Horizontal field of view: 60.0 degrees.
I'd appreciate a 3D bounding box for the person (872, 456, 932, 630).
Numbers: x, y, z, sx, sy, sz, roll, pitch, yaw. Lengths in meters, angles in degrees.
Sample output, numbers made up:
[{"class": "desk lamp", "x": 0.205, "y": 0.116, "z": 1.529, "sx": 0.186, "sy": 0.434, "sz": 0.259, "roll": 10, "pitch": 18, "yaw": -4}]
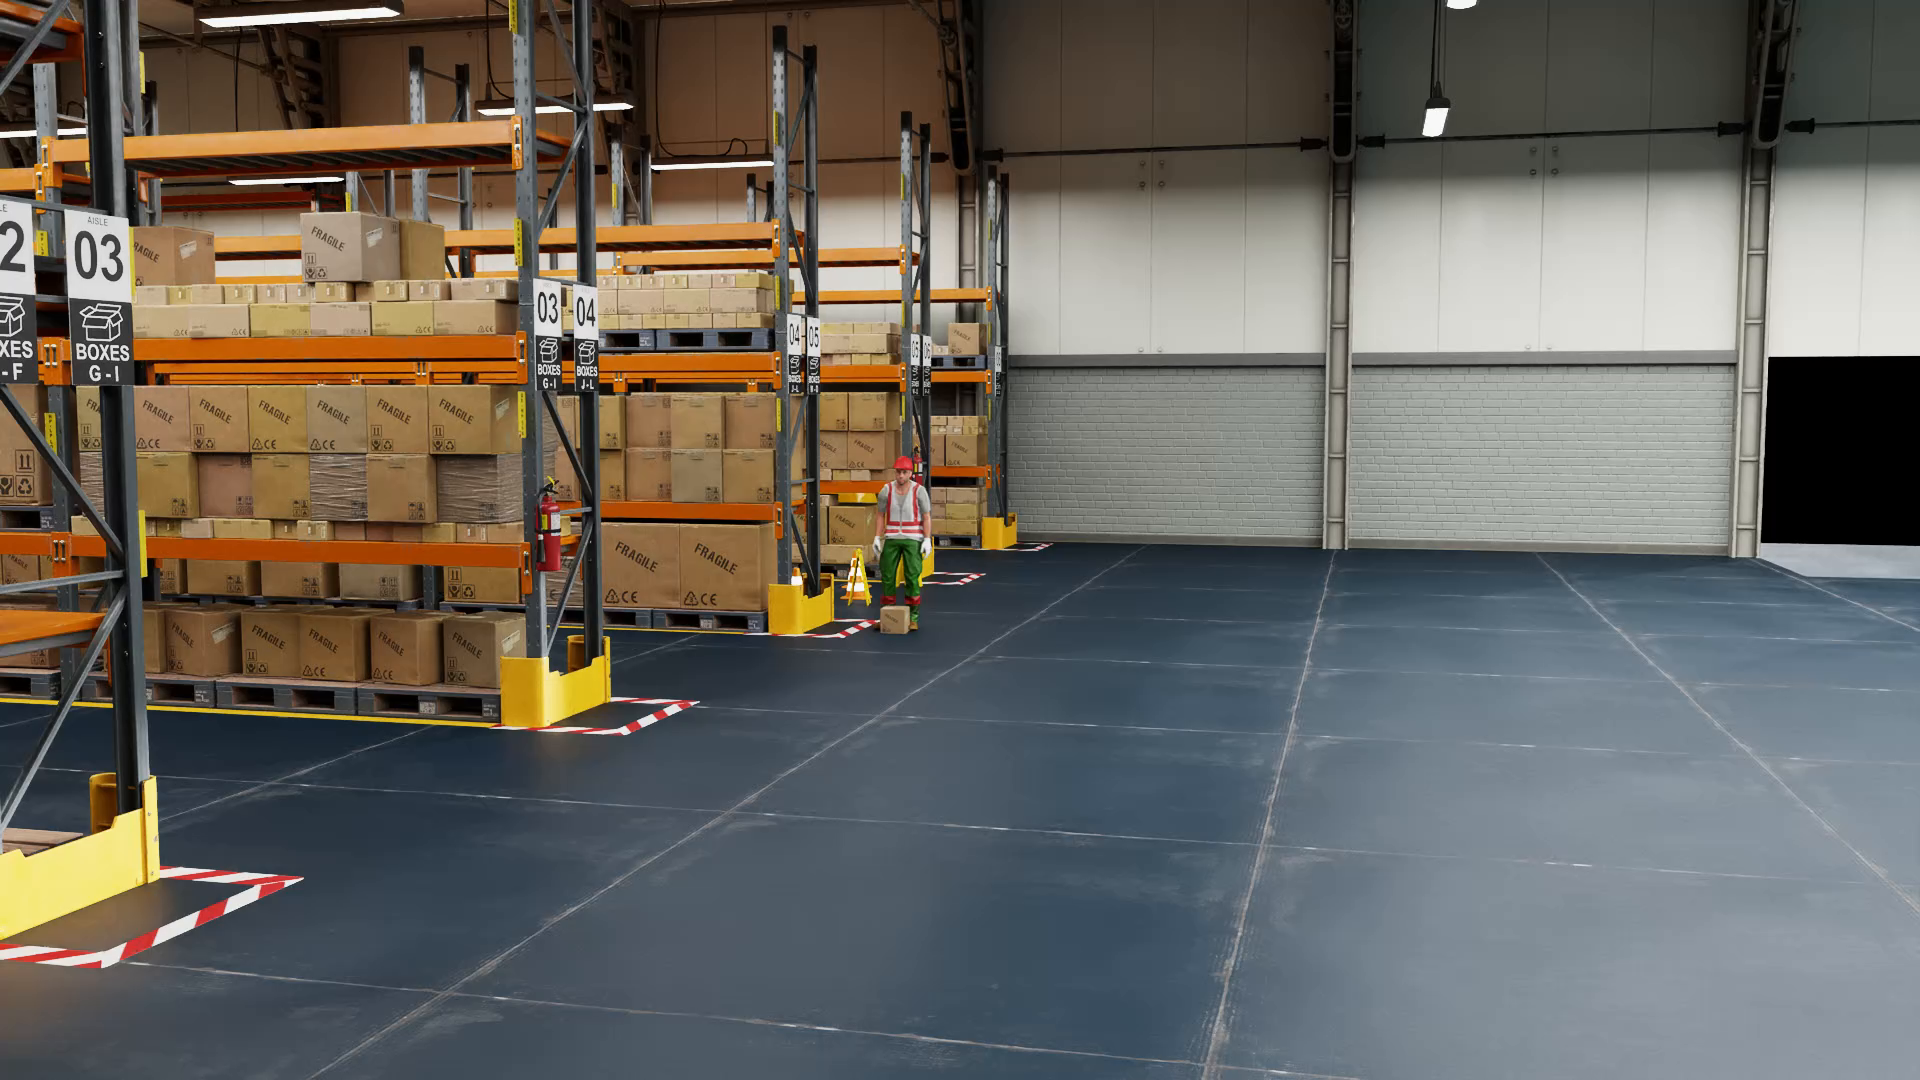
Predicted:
[{"class": "person", "x": -0.589, "y": 0.031, "z": 17.004, "sx": 0.618, "sy": 1.779, "sz": 0.451, "roll": 1, "pitch": 5, "yaw": 10}]
